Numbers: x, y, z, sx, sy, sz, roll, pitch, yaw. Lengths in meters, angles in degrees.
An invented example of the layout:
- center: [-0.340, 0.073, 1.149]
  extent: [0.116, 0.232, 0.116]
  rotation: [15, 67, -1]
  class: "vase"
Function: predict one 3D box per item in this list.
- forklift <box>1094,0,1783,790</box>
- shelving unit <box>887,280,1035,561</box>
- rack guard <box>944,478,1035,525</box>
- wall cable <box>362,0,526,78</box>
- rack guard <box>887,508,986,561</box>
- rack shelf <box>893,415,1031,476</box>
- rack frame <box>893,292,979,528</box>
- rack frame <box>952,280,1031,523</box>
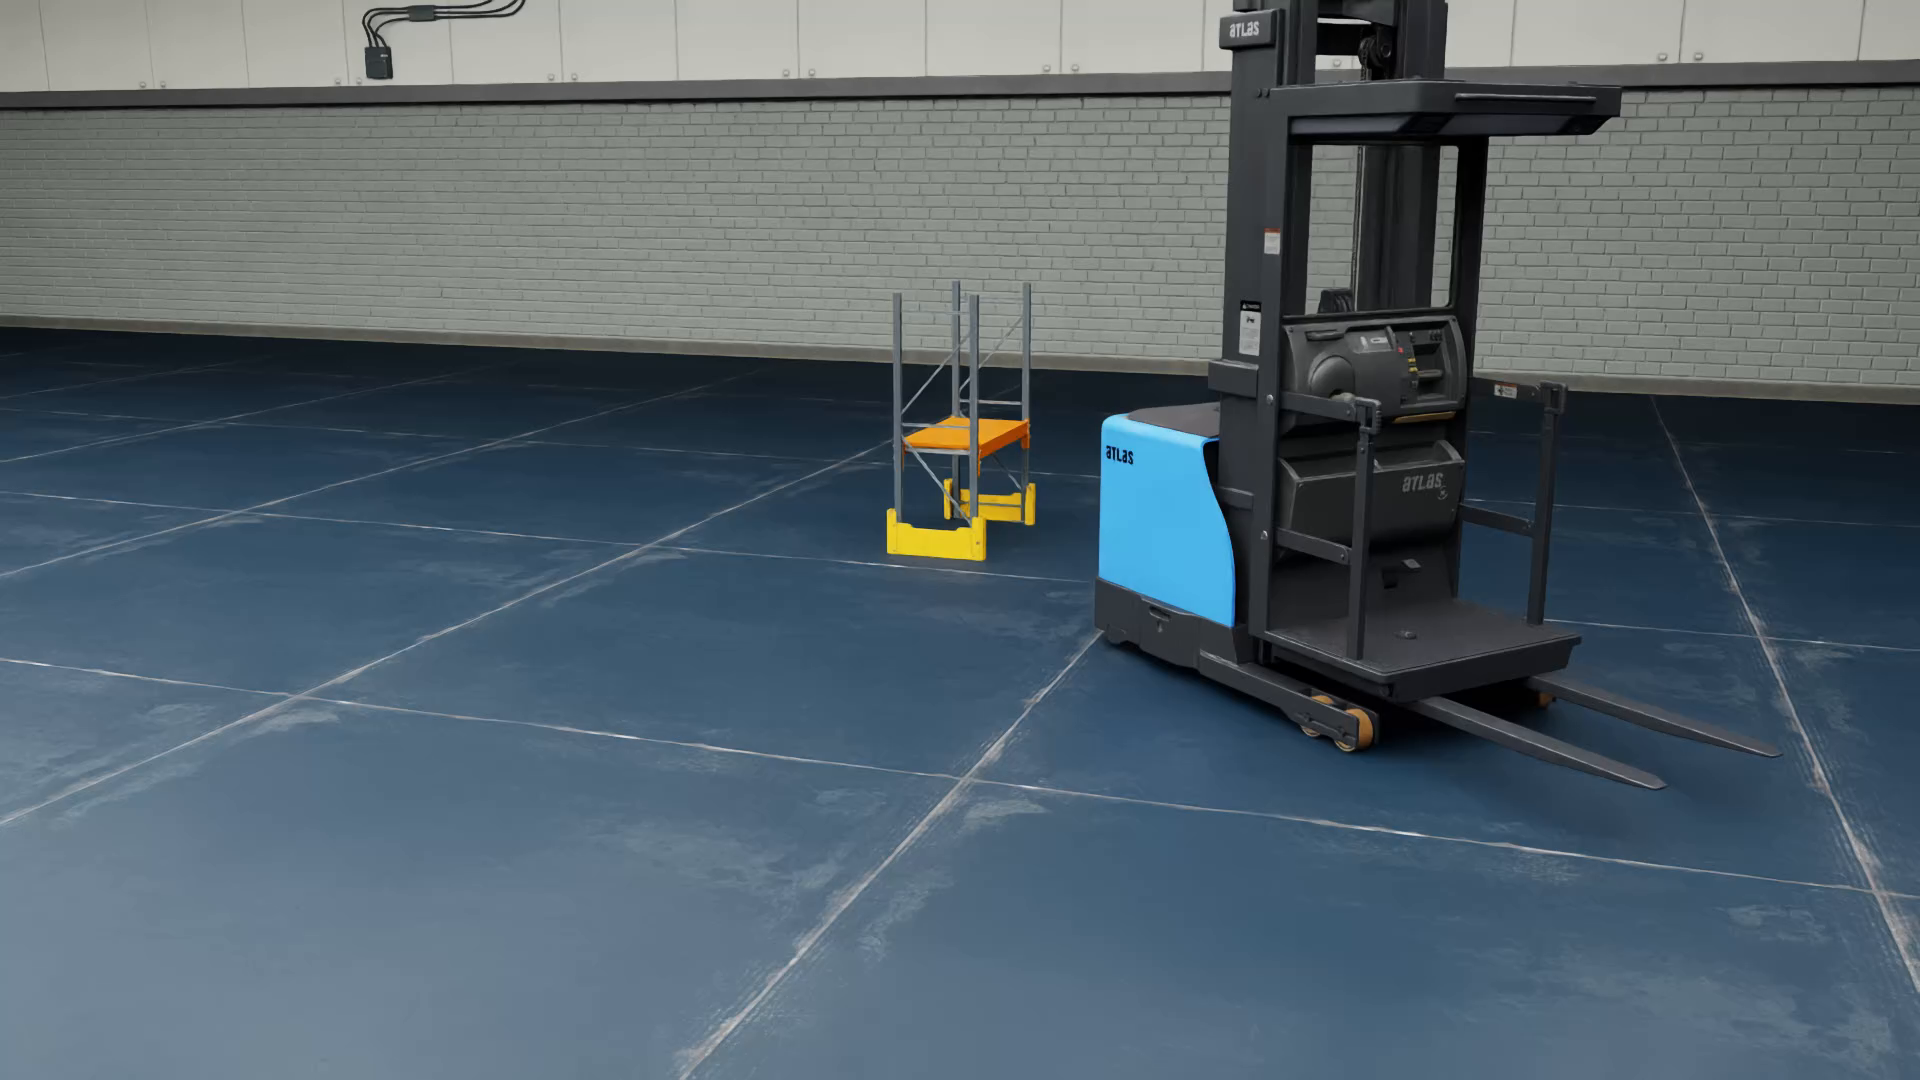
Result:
- center: [1.808, -0.728, 6.592]
  extent: [1.130, 2.935, 3.031]
  rotation: [-7, 15, -29]
  class: "forklift"
- center: [0.025, -0.747, 9.891]
  extent: [0.587, 1.500, 1.083]
  rotation: [4, 14, 18]
  class: "shelving unit"
- center: [0.186, -0.243, 10.490]
  extent: [0.587, 0.250, 0.087]
  rotation: [4, 14, 18]
  class: "rack guard"
- center: [-6.060, -8.432, 19.066]
  extent: [2.305, 6.003, 0.169]
  rotation: [4, 14, 18]
  class: "wall cable"
- center: [-0.136, -0.033, 9.571]
  extent: [0.587, 0.250, 0.087]
  rotation: [4, 14, 18]
  class: "rack guard"
- center: [0.028, -0.574, 9.940]
  extent: [0.538, 0.185, 1.000]
  rotation: [4, 14, 18]
  class: "rack shelf"
- center: [-0.137, -0.642, 9.431]
  extent: [0.500, 1.500, 0.032]
  rotation: [4, 14, 18]
  class: "rack frame"
- center: [0.192, -0.856, 10.369]
  extent: [0.500, 1.500, 0.032]
  rotation: [4, 14, 18]
  class: "rack frame"
